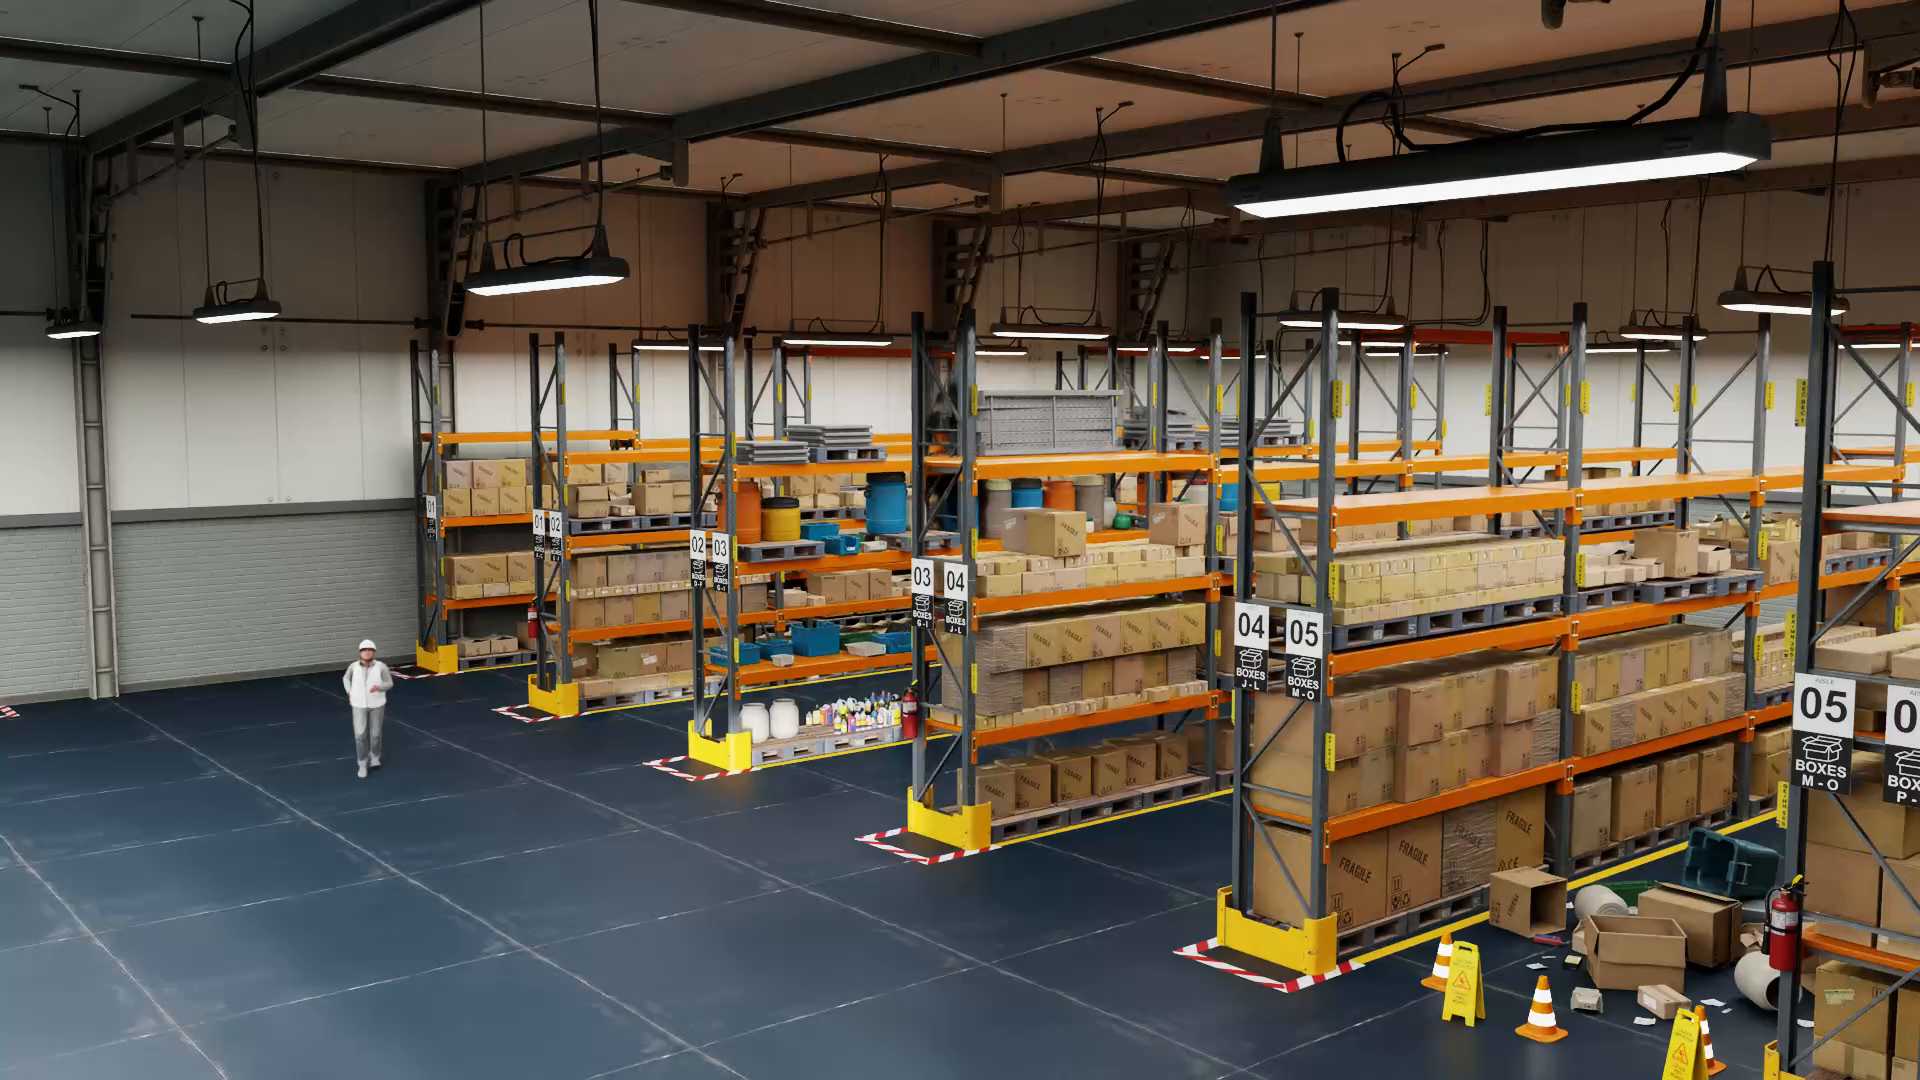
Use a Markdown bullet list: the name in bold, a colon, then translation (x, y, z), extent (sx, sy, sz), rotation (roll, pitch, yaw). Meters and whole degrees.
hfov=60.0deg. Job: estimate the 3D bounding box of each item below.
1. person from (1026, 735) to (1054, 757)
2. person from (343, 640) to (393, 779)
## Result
- **person**: translation (1.016, 2.313, 22.233), extent (0.530, 1.591, 0.877), rotation (4, 7, 38)
- **person**: translation (-7.893, 2.239, 22.197), extent (0.647, 1.833, 0.707), rotation (-2, 6, -16)
